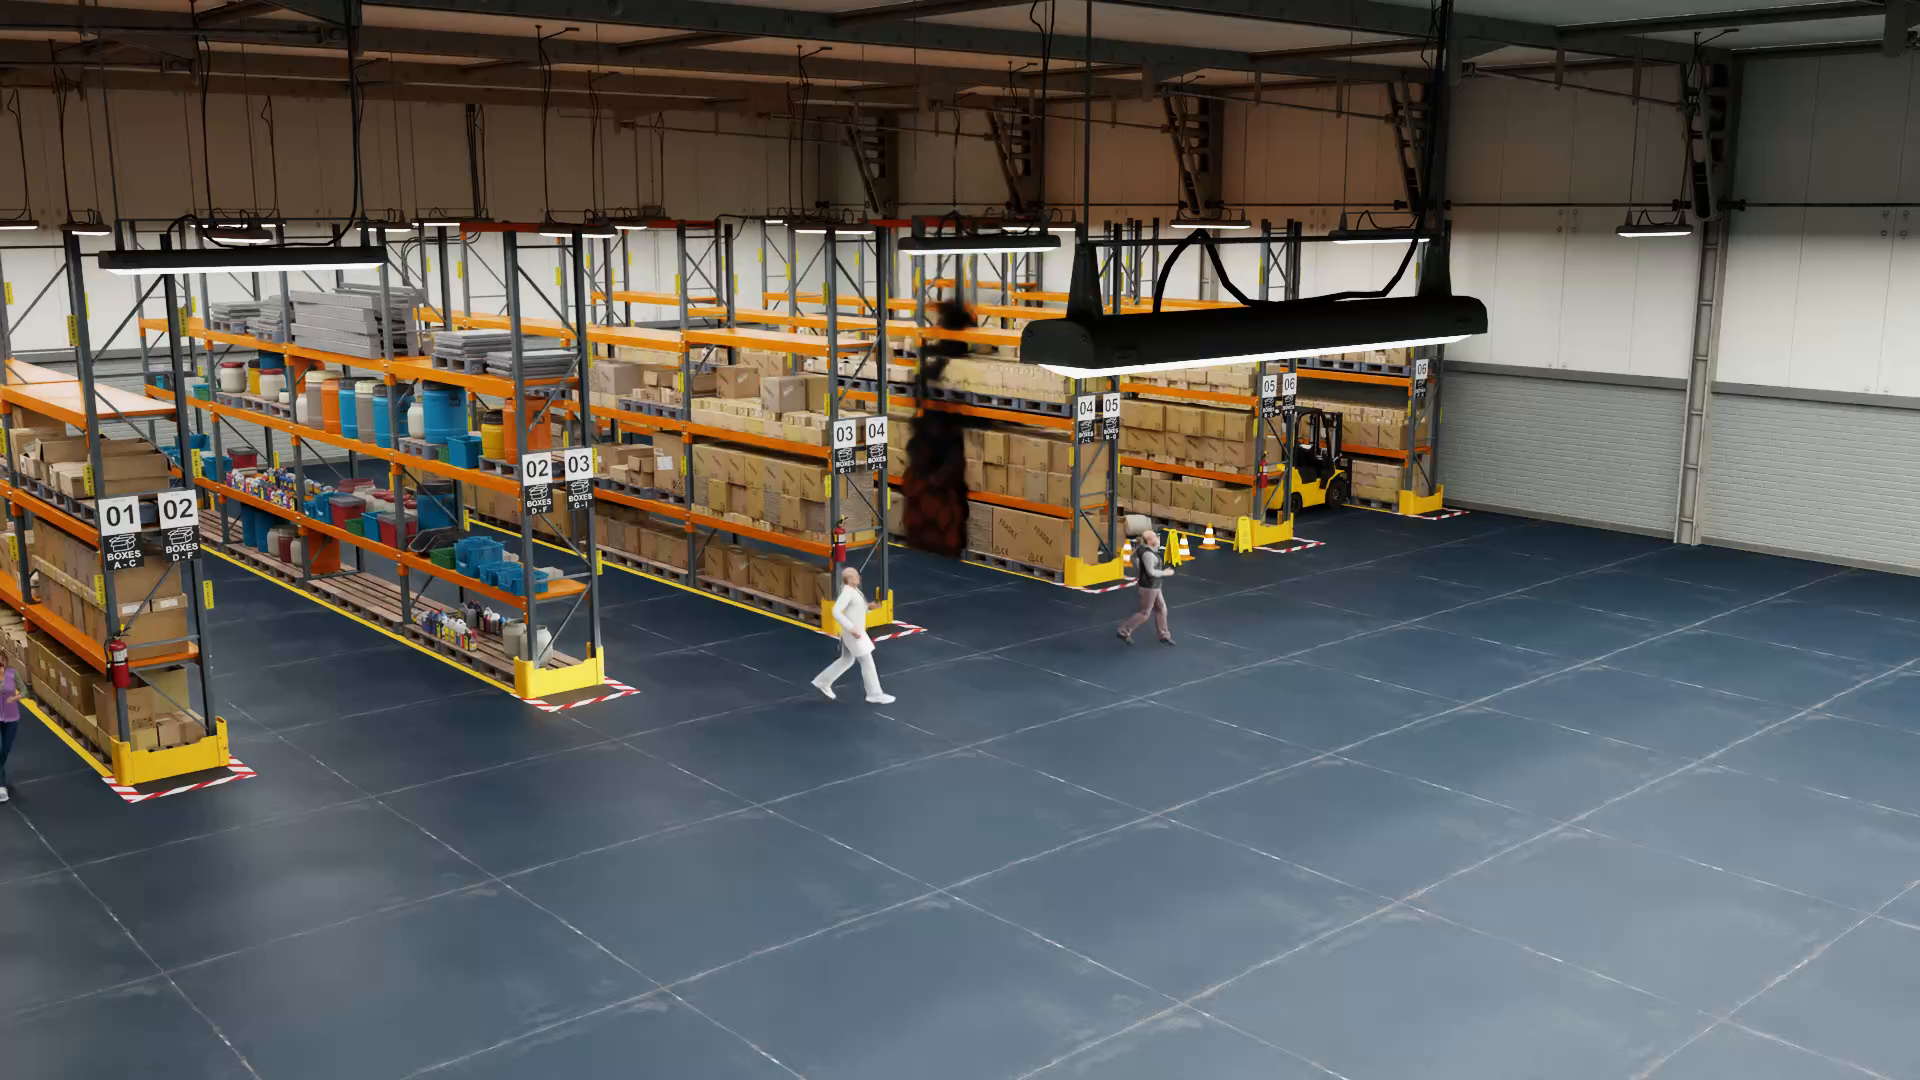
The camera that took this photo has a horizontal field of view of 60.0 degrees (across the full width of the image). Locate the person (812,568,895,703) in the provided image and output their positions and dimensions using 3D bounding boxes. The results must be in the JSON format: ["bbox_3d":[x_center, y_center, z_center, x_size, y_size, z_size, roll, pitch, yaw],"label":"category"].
[{"bbox_3d":[-1.372,1.214,21.226,1.065,1.762,0.704,-2,12,-9],"label":"person"}]

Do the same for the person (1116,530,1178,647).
[{"bbox_3d":[2.717,0.716,23.968,0.918,1.752,0.668,1,11,3],"label":"person"}]

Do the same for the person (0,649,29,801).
[{"bbox_3d":[-10.386,1.953,18.061,0.551,1.558,0.871,-9,15,-39],"label":"person"}]

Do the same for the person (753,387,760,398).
[{"bbox_3d":[-5.574,-3.331,44.262,0.811,1.602,0.631,-1,11,-7],"label":"person"}]
